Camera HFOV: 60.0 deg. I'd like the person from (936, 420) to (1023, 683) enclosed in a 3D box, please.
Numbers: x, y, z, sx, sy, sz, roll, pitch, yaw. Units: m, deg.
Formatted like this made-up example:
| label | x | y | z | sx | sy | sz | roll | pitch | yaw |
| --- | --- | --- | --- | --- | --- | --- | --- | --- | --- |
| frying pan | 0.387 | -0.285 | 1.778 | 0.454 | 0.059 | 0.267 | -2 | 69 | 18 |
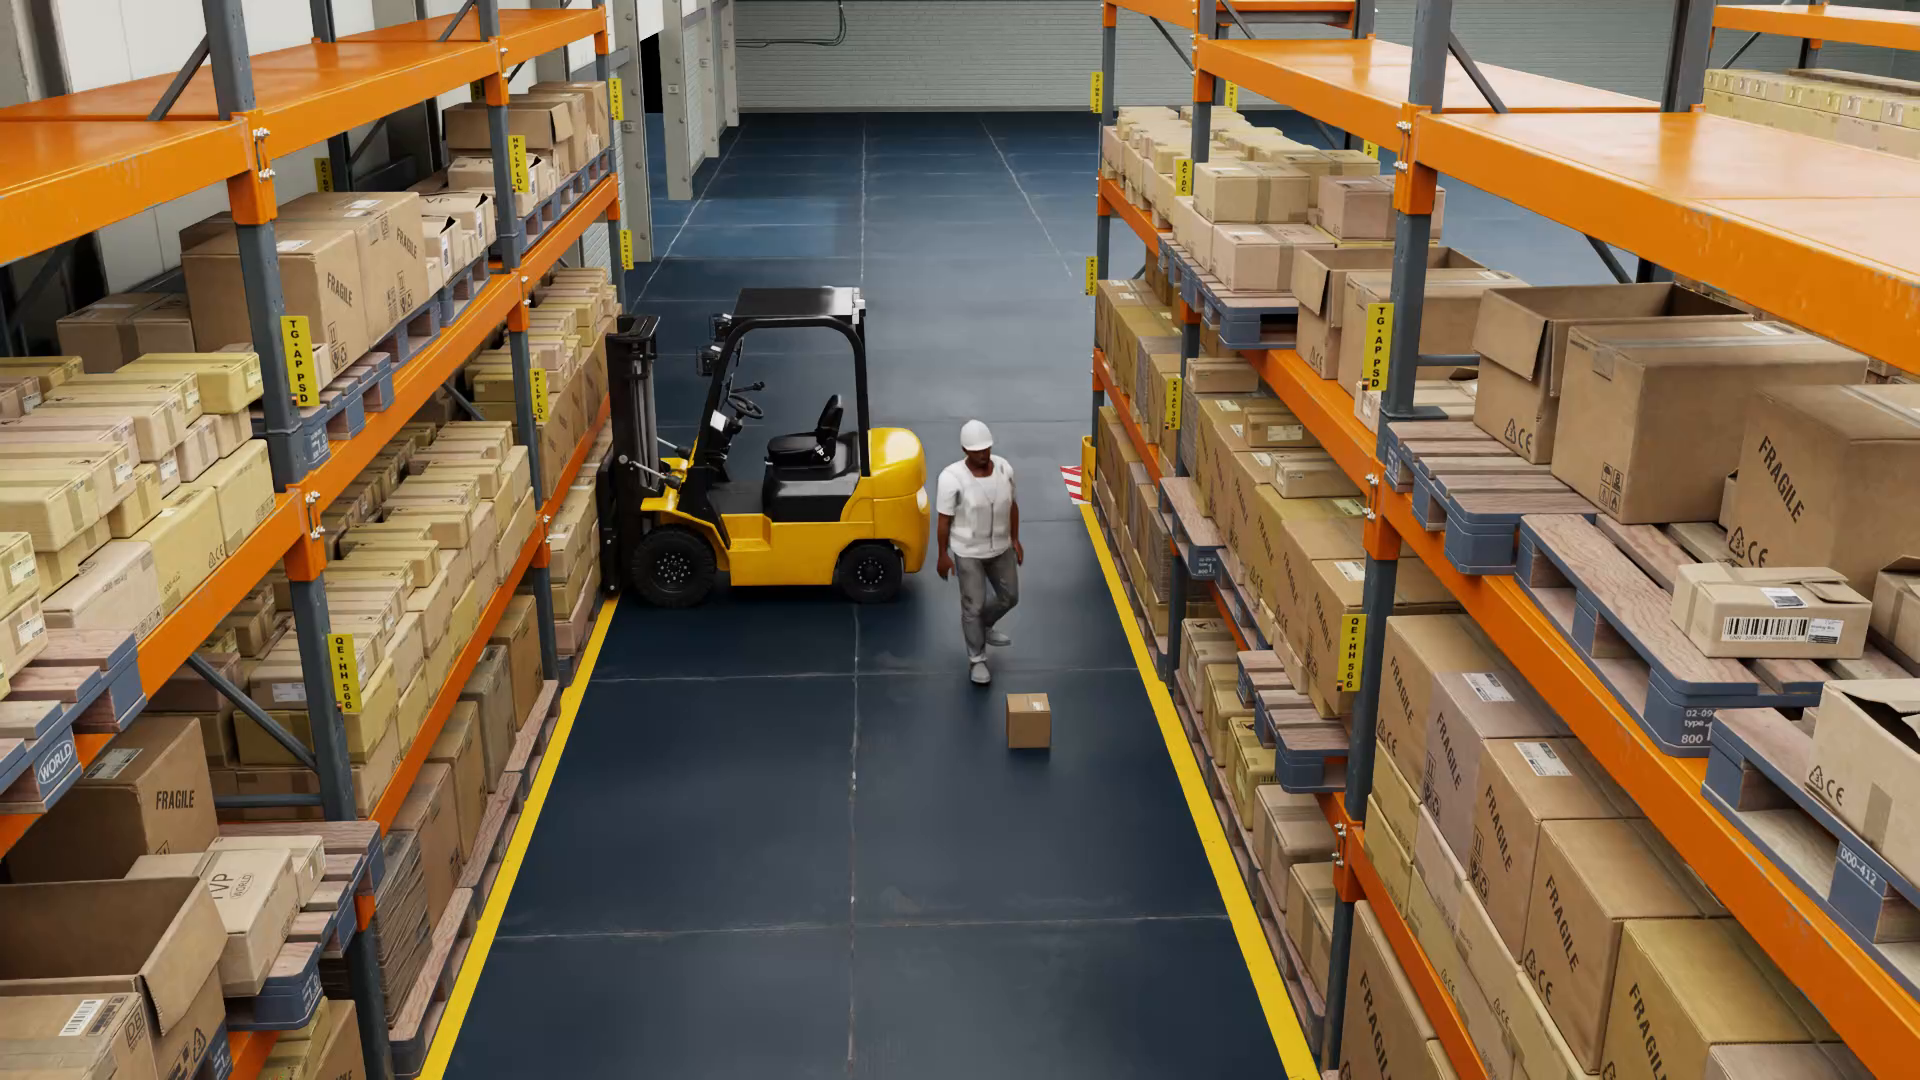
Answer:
| label | x | y | z | sx | sy | sz | roll | pitch | yaw |
| --- | --- | --- | --- | --- | --- | --- | --- | --- | --- |
| person | 0.123 | 0.032 | 10.915 | 0.635 | 1.761 | 0.590 | -11 | 23 | -27 |
